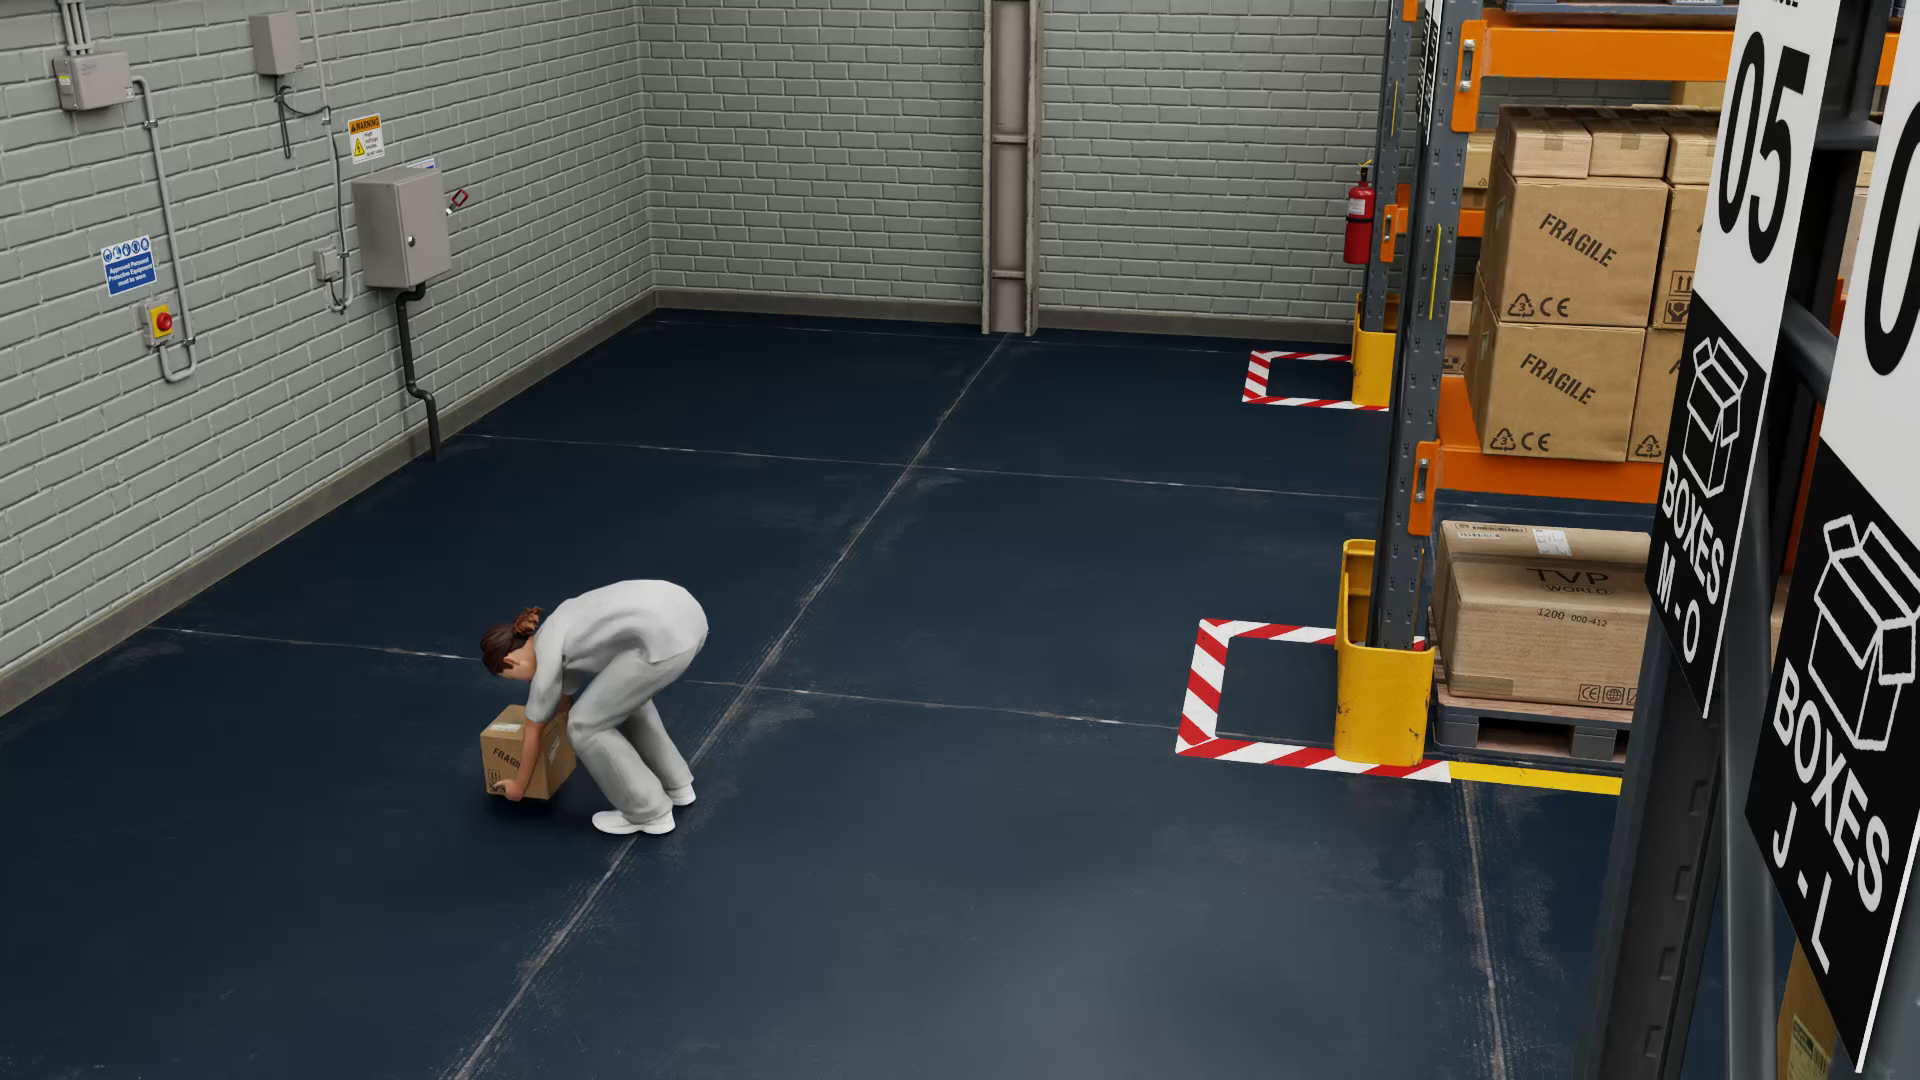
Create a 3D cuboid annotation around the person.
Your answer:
[{"bbox_3d":[-1.341,0.593,6.118,0.851,0.918,0.467,3,22,8],"label":"person"}]
